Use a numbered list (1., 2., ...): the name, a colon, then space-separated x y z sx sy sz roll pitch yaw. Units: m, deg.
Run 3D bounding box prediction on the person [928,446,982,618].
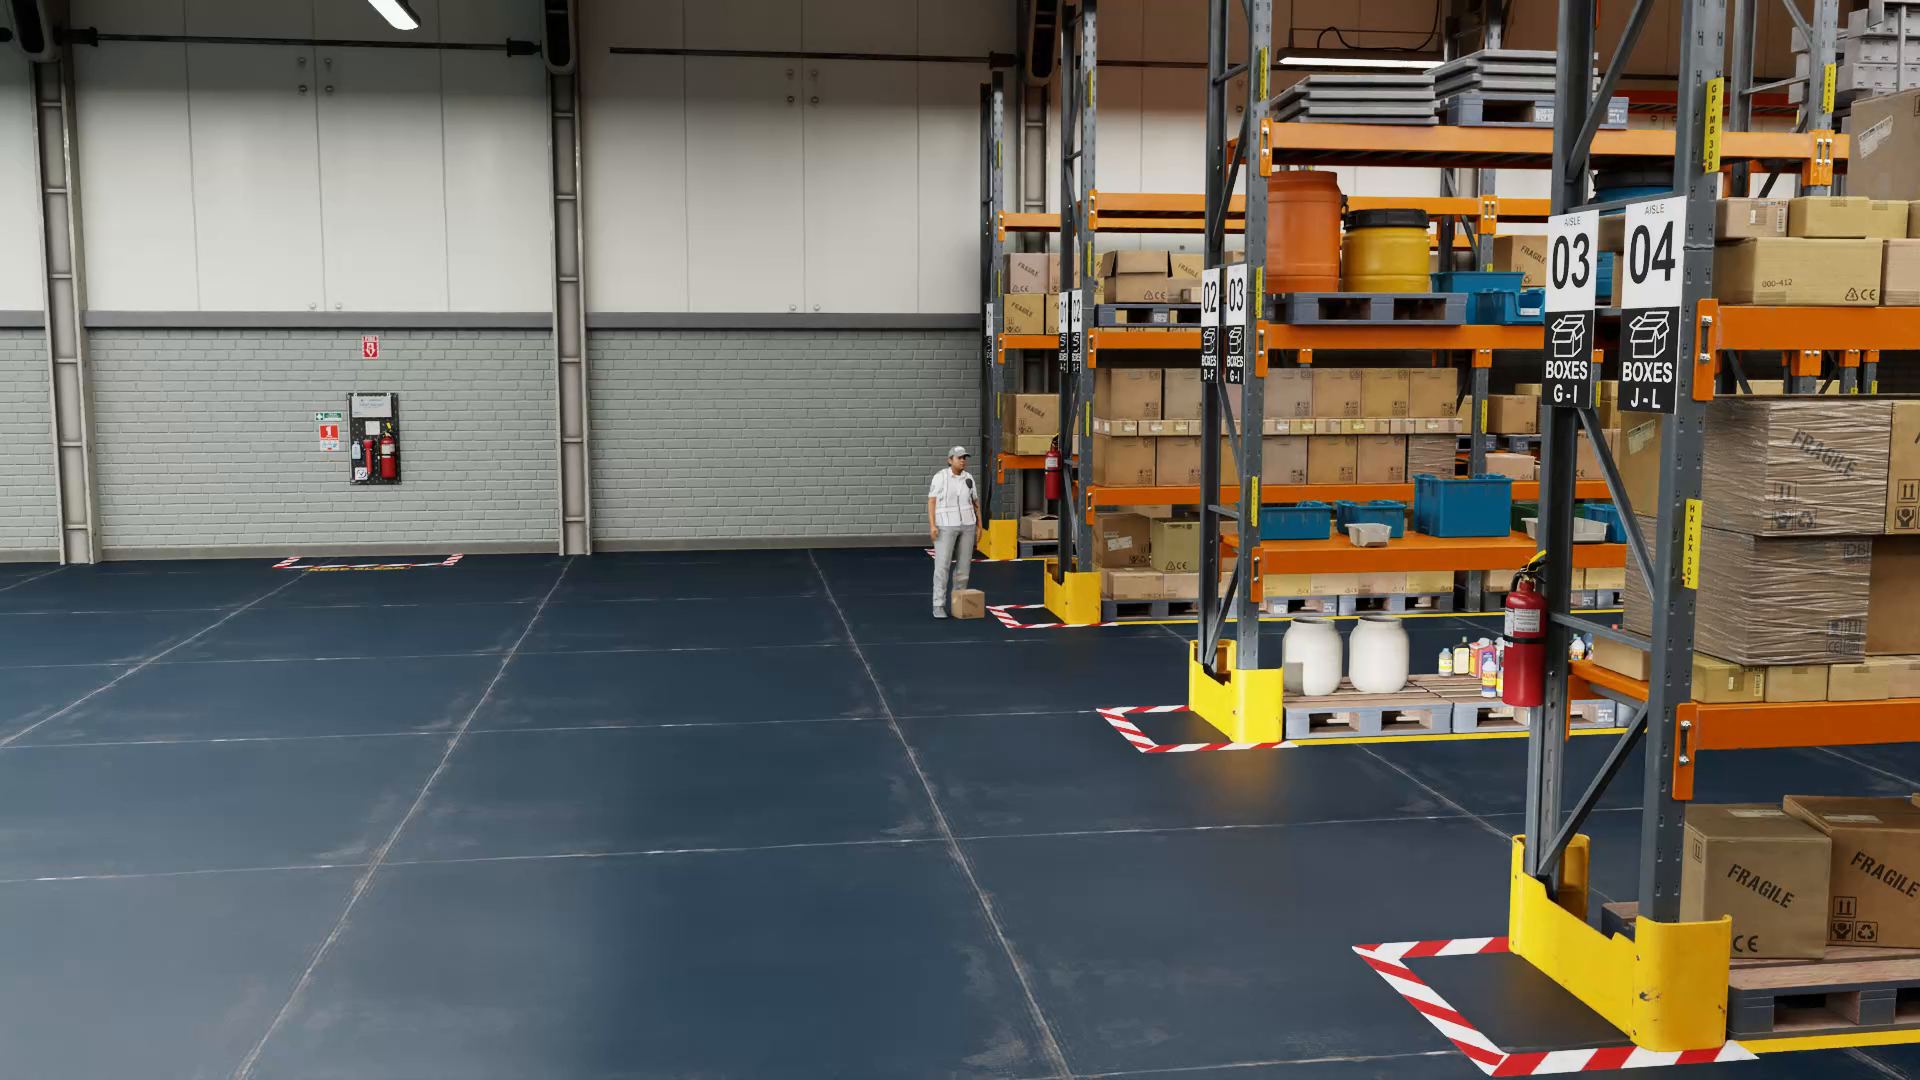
1. person: -0.036 -0.093 16.546 0.598 1.670 0.529 -3 7 -22
